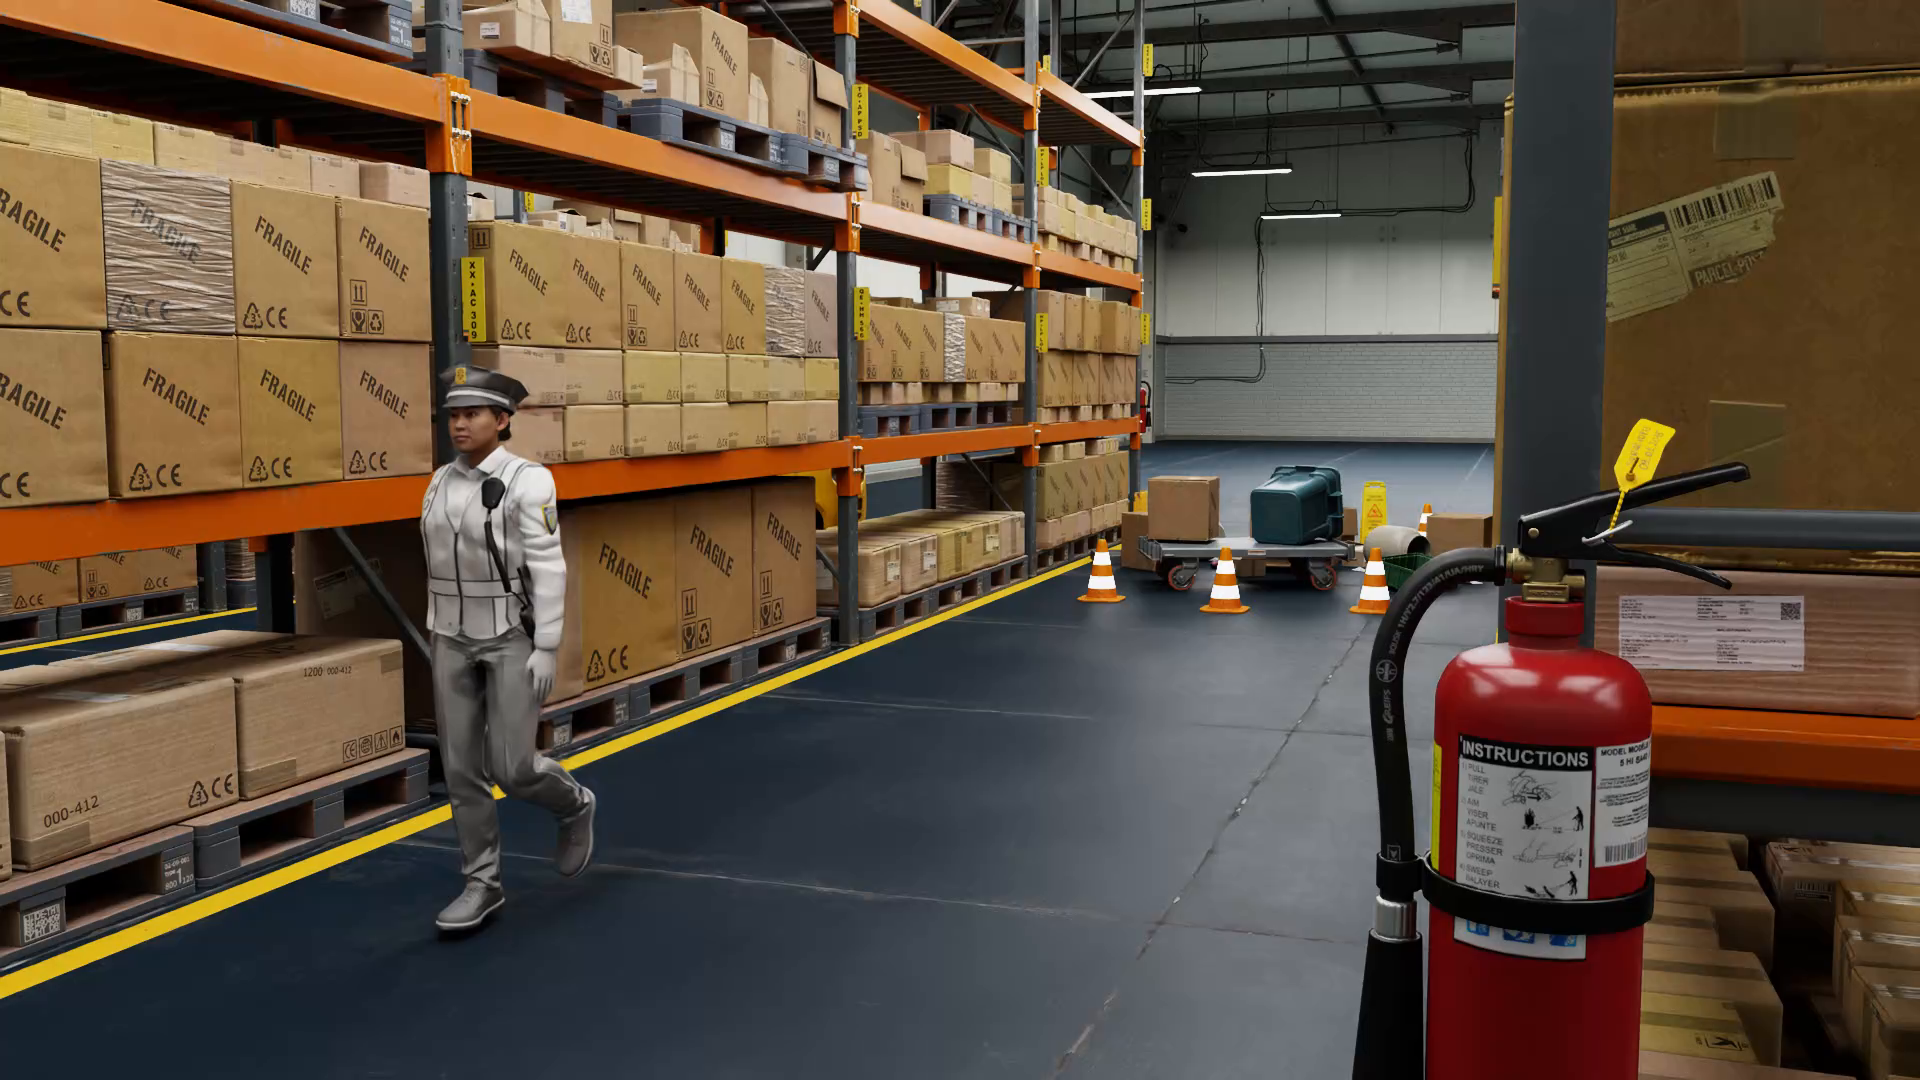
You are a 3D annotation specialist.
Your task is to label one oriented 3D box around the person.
[{"bbox_3d":[-1.383,0.308,5.070,0.483,1.679,0.543,2,6,20],"label":"person"}]
